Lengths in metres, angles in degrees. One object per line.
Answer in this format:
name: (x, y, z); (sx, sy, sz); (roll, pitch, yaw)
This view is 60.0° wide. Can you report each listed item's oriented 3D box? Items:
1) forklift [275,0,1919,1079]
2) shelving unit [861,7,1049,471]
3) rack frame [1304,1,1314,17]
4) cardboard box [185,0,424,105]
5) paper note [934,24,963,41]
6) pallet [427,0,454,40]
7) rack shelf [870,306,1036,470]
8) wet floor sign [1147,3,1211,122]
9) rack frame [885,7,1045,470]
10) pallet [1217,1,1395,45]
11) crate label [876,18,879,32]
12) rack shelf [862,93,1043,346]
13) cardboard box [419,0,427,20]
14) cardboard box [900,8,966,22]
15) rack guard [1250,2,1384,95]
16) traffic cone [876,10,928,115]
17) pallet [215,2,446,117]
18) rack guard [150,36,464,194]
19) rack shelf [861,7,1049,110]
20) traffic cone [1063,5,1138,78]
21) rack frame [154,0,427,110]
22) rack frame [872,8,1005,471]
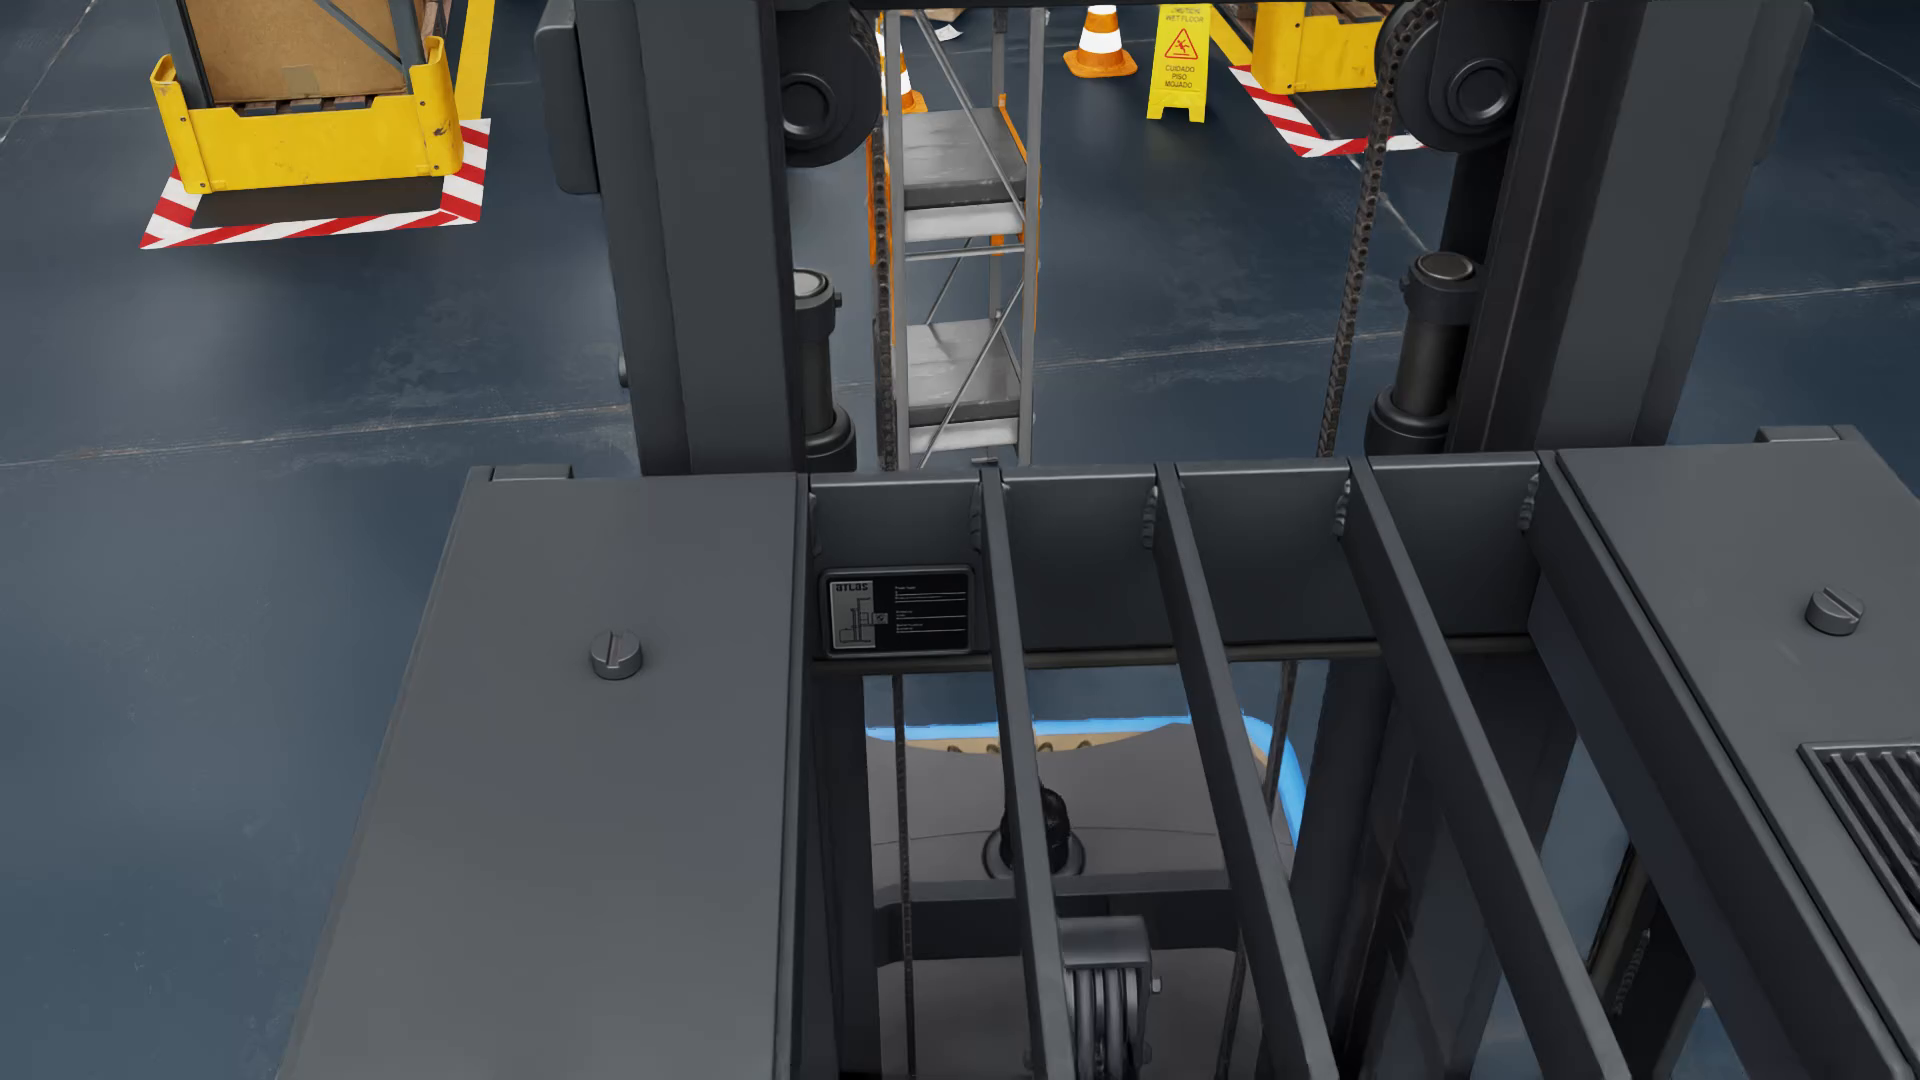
forklift: (0.182, 0.924, 1.672); (1.130, 2.935, 3.031); (-2, 38, -2)
shelving unit: (-0.029, -0.929, 4.735); (0.431, 2.100, 0.503); (-6, 38, -8)
rack frame: (2.046, -3.443, 7.237); (1.000, 3.000, 0.127); (-6, 38, -8)
cardboard box: (-2.994, -2.579, 7.515); (0.875, 0.875, 0.875); (-6, 38, -8)
paper note: (-0.079, -2.628, 8.608); (0.148, 0.019, 0.142); (-20, 42, -23)
pallet: (-3.237, -2.959, 8.886); (1.003, 0.211, 1.213); (-6, 38, -8)
rack shelf: (-0.029, -0.366, 5.172); (0.431, 0.518, 0.480); (-6, 38, -8)
wet floor sign: (1.026, -2.284, 7.664); (0.267, 0.644, 0.232); (6, 38, 8)
rack frame: (0.014, -0.782, 4.545); (0.400, 2.100, 0.015); (-6, 38, -8)
pallet: (1.925, -2.883, 8.788); (1.003, 0.211, 1.213); (-6, 38, -8)
crate label: (-0.531, -2.577, 8.456); (0.250, 0.136, 0.298); (-27, 45, -31)
rack shelf: (-0.029, -0.918, 4.743); (0.431, 0.518, 0.480); (-6, 38, -8)
cardboard box: (-3.150, -3.111, 8.198); (0.875, 0.875, 0.875); (-7, 38, -9)
cardboard box: (-0.172, -2.892, 8.851); (0.380, 0.149, 0.250); (13, 40, 16)
rack guard: (2.033, -2.502, 8.063); (1.175, 0.500, 0.348); (-6, 38, -8)
traffic cone: (-0.333, -2.238, 7.753); (0.336, 0.463, 0.334); (-6, 38, -8)
pallet: (-3.027, -2.223, 7.940); (1.003, 0.211, 1.213); (-6, 38, -8)
rack guard: (-2.805, -1.848, 7.222); (1.175, 0.500, 0.348); (-6, 38, -8)
rack shelf: (-0.029, -1.471, 4.313); (0.431, 0.518, 0.480); (-6, 38, -8)
traffic cone: (0.701, -2.563, 8.171); (0.336, 0.463, 0.334); (-6, 38, -8)
rack frame: (-2.810, -2.850, 6.474); (1.000, 3.000, 0.127); (-6, 38, -8)
rack frame: (-0.072, -1.077, 4.924); (0.400, 2.100, 0.015); (-6, 38, -8)
